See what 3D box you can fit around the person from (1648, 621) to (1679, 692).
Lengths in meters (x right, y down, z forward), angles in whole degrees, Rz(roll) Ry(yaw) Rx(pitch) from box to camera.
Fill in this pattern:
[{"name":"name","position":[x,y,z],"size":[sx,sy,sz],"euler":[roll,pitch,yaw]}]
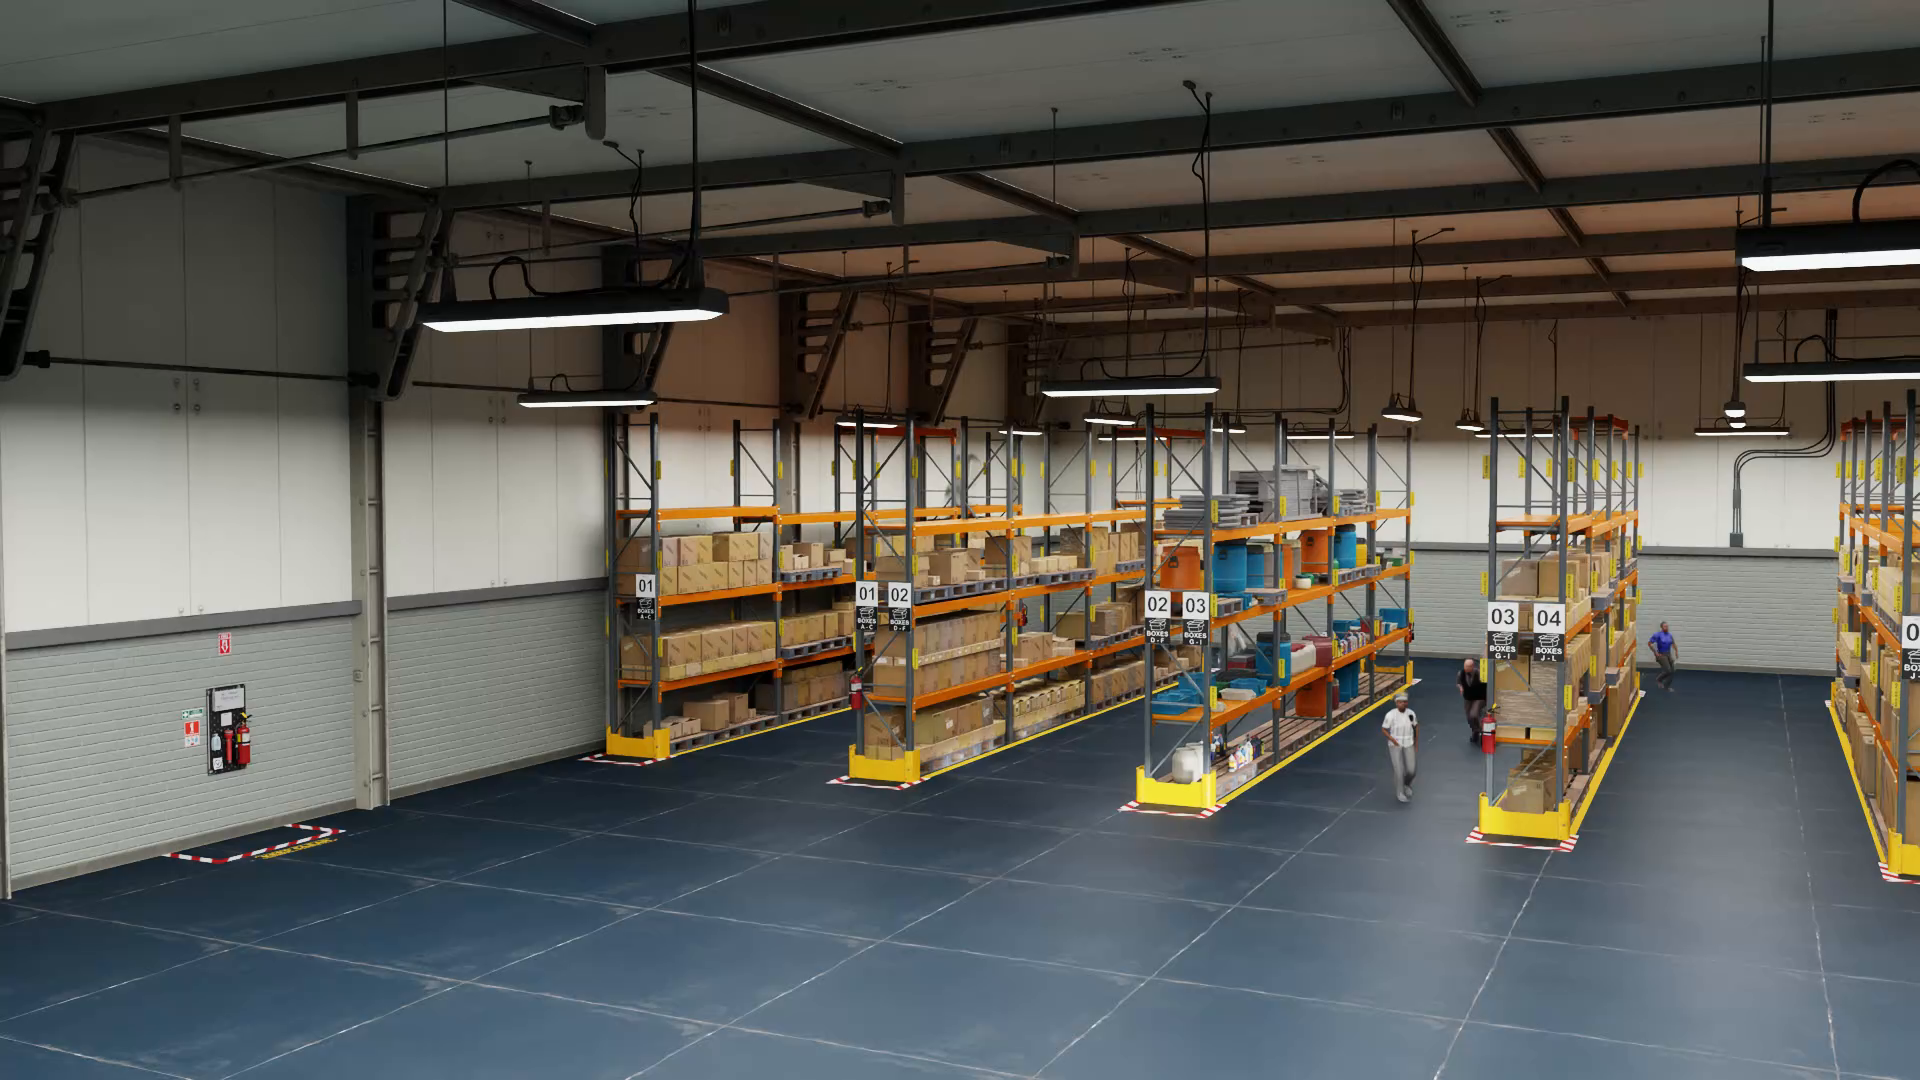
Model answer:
[{"name":"person","position":[15.892,2.636,37.471],"size":[0.643,1.605,0.490],"euler":[-1,3,-22]}]

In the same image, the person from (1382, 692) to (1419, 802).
[{"name":"person","position":[6.671,3.121,25.103],"size":[0.591,1.665,0.528],"euler":[0,2,1]}]

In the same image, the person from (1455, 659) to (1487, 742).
[{"name":"person","position":[9.416,2.933,30.366],"size":[0.690,1.553,0.927],"euler":[2,3,36]}]

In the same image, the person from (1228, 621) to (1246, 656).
[{"name":"person","position":[6.890,2.428,41.693],"size":[0.582,1.633,0.596],"euler":[-1,3,-21]}]
